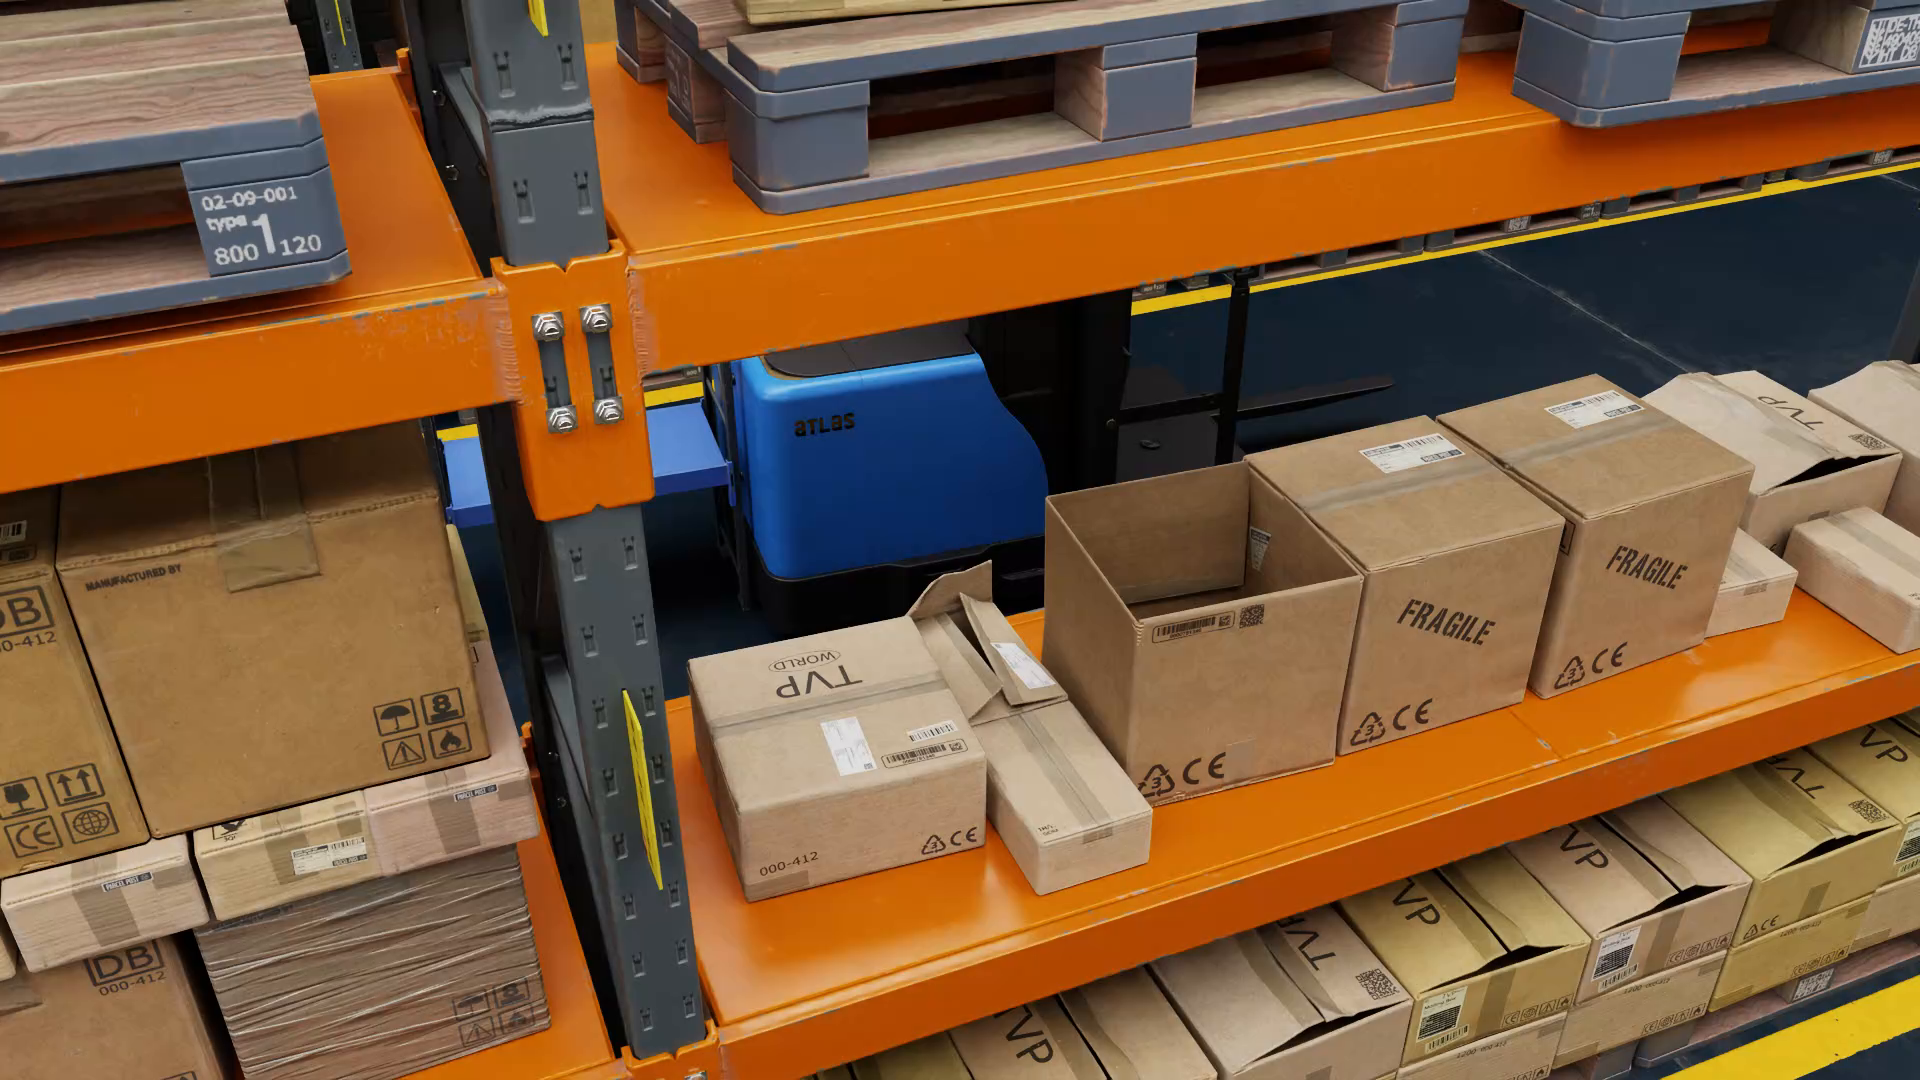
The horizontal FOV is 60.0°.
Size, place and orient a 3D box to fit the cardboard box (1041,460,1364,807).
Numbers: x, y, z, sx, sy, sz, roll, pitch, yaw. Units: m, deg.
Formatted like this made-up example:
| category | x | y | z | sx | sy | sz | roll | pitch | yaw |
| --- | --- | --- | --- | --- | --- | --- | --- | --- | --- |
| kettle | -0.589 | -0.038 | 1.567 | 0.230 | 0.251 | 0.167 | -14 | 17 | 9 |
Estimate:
| category | x | y | z | sx | sy | sz | roll | pitch | yaw |
| --- | --- | --- | --- | --- | --- | --- | --- | --- | --- |
| cardboard box | 0.500 | 0.195 | 3.607 | 0.500 | 0.500 | 0.500 | -10 | 34 | -16 |

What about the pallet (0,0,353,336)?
| category | x | y | z | sx | sy | sz | roll | pitch | yaw |
| --- | --- | --- | --- | --- | --- | --- | --- | --- | --- |
| pallet | -1.477 | -0.525 | 2.137 | 1.213 | 0.211 | 1.003 | -13 | 35 | -19 |

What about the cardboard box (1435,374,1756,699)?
| category | x | y | z | sx | sy | sz | roll | pitch | yaw |
| --- | --- | --- | --- | --- | --- | --- | --- | --- | --- |
| cardboard box | 1.447 | -0.021 | 3.941 | 0.500 | 0.500 | 0.500 | -15 | 36 | -21 |

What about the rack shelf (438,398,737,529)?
| category | x | y | z | sx | sy | sz | roll | pitch | yaw |
| --- | --- | --- | --- | --- | --- | --- | --- | --- | --- |
| rack shelf | -1.370 | -0.249 | 6.087 | 1.000 | 0.185 | 0.538 | -10 | 34 | -15 |

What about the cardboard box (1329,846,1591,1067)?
| category | x | y | z | sx | sy | sz | roll | pitch | yaw |
| --- | --- | --- | --- | --- | --- | --- | --- | --- | --- |
| cardboard box | 1.194 | 0.957 | 4.151 | 0.500 | 0.311 | 0.500 | -12 | 35 | -18 |

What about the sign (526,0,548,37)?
| category | x | y | z | sx | sy | sz | roll | pitch | yaw |
| --- | --- | --- | --- | --- | --- | --- | --- | --- | --- |
| sign | -0.484 | -0.726 | 1.818 | 0.005 | 0.325 | 0.100 | -13 | 35 | -19 |

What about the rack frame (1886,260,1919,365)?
| category | x | y | z | sx | sy | sz | roll | pitch | yaw |
| --- | --- | --- | --- | --- | --- | --- | --- | --- | --- |
| rack frame | 2.988 | -0.342 | 4.525 | 0.127 | 3.000 | 1.000 | -13 | 35 | -19 |

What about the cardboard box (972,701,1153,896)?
| category | x | y | z | sx | sy | sz | roll | pitch | yaw |
| --- | --- | --- | --- | --- | --- | --- | --- | --- | --- |
| cardboard box | 0.196 | 0.524 | 3.425 | 0.250 | 0.149 | 0.380 | -13 | 35 | -19 |

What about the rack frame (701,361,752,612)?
| category | x | y | z | sx | sy | sz | roll | pitch | yaw |
| --- | --- | --- | --- | --- | --- | --- | --- | --- | --- |
| rack frame | -0.887 | -0.487 | 6.123 | 0.032 | 1.500 | 0.500 | -10 | 34 | -15 |

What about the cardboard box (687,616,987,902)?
| category | x | y | z | sx | sy | sz | roll | pitch | yaw |
| --- | --- | --- | --- | --- | --- | --- | --- | --- | --- |
| cardboard box | -0.263 | 0.440 | 3.462 | 0.500 | 0.250 | 0.500 | -11 | 35 | -16 |

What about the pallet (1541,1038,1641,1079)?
| category | x | y | z | sx | sy | sz | roll | pitch | yaw |
| --- | --- | --- | --- | --- | --- | --- | --- | --- | --- |
| pallet | 1.090 | 1.237 | 4.656 | 1.213 | 0.211 | 1.003 | -13 | 35 | -19 |

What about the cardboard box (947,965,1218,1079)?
| category | x | y | z | sx | sy | sz | roll | pitch | yaw |
| --- | --- | --- | --- | --- | --- | --- | --- | --- | --- |
| cardboard box | 0.241 | 1.179 | 3.810 | 0.500 | 0.311 | 0.500 | -13 | 35 | -19 |

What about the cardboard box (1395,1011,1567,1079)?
| category | x | y | z | sx | sy | sz | roll | pitch | yaw |
| --- | --- | --- | --- | --- | --- | --- | --- | --- | --- |
| cardboard box | 1.185 | 1.194 | 4.301 | 0.500 | 0.250 | 0.500 | -12 | 35 | -18 |

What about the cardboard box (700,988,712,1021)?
| category | x | y | z | sx | sy | sz | roll | pitch | yaw |
| --- | --- | --- | --- | --- | --- | --- | --- | --- | --- |
| cardboard box | -0.438 | 1.014 | 4.063 | 0.500 | 0.311 | 0.500 | -13 | 35 | -19 |

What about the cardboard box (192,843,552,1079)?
| category | x | y | z | sx | sy | sz | roll | pitch | yaw |
| --- | --- | --- | --- | --- | --- | --- | --- | --- | --- |
| cardboard box | -1.107 | 0.558 | 3.051 | 0.500 | 0.500 | 0.700 | -14 | 36 | -20 |

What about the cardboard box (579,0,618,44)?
| category | x | y | z | sx | sy | sz | roll | pitch | yaw |
| --- | --- | --- | --- | --- | --- | --- | --- | --- | --- |
| cardboard box | -1.621 | -2.419 | 7.222 | 0.500 | 0.500 | 0.700 | -9 | 34 | -14 |

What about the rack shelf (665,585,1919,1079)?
| category | x | y | z | sx | sy | sz | roll | pitch | yaw |
| --- | --- | --- | --- | --- | --- | --- | --- | --- | --- |
| rack shelf | 1.144 | 0.382 | 4.072 | 4.000 | 0.370 | 1.077 | -13 | 35 | -19 |

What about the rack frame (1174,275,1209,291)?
| category | x | y | z | sx | sy | sz | roll | pitch | yaw |
| --- | --- | --- | --- | --- | --- | --- | --- | --- | --- |
| rack frame | 1.066 | -2.832 | 8.352 | 0.127 | 3.000 | 1.000 | -13 | 35 | -19 |

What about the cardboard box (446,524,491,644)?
| category | x | y | z | sx | sy | sz | roll | pitch | yaw |
| --- | --- | --- | --- | --- | --- | --- | --- | --- | --- |
| cardboard box | -1.023 | 0.148 | 3.086 | 0.250 | 0.149 | 0.380 | -13 | 35 | -19 |

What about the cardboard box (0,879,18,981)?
| category | x | y | z | sx | sy | sz | roll | pitch | yaw |
| --- | --- | --- | --- | --- | --- | --- | --- | --- | --- |
| cardboard box | -1.579 | 0.518 | 2.518 | 0.250 | 0.149 | 0.380 | -13 | 35 | -19 |

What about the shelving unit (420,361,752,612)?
| category | x | y | z | sx | sy | sz | roll | pitch | yaw |
| --- | --- | --- | --- | --- | --- | --- | --- | --- | --- |
| shelving unit | -1.370 | -0.399 | 5.988 | 1.048 | 1.500 | 0.538 | -10 | 34 | -15 |

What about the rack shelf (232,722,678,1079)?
| category | x | y | z | sx | sy | sz | roll | pitch | yaw |
| --- | --- | --- | --- | --- | --- | --- | --- | --- | --- |
| rack shelf | -2.545 | 1.226 | 2.774 | 4.000 | 0.370 | 1.077 | -13 | 35 | -19 |

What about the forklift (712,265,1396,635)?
| category | x | y | z | sx | sy | sz | roll | pitch | yaw |
| --- | --- | --- | --- | --- | --- | --- | --- | --- | --- |
| forklift | 0.597 | -1.337 | 6.117 | 3.031 | 2.935 | 1.130 | -10 | 34 | -15 |

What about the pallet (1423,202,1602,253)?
| category | x | y | z | sx | sy | sz | roll | pitch | yaw |
| --- | --- | --- | --- | --- | --- | --- | --- | --- | --- |
| pallet | 2.946 | -2.047 | 9.703 | 1.213 | 0.211 | 1.003 | -13 | 35 | -19 |

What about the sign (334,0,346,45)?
| category | x | y | z | sx | sy | sz | roll | pitch | yaw |
| --- | --- | --- | --- | --- | --- | --- | --- | --- | --- |
| sign | -2.405 | -2.079 | 6.401 | 0.005 | 0.325 | 0.100 | -13 | 35 | -19 |

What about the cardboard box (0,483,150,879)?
| category | x | y | z | sx | sy | sz | roll | pitch | yaw |
| --- | --- | --- | --- | --- | --- | --- | --- | --- | --- |
| cardboard box | -1.573 | 0.121 | 2.532 | 0.500 | 0.500 | 0.700 | -13 | 35 | -19 |

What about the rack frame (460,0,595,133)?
| category | x | y | z | sx | sy | sz | roll | pitch | yaw |
| --- | --- | --- | --- | --- | --- | --- | --- | --- | --- |
| rack frame | -0.701 | -2.012 | 1.591 | 0.127 | 3.000 | 1.000 | -13 | 35 | -19 |

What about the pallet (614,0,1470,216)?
| category | x | y | z | sx | sy | sz | roll | pitch | yaw |
| --- | --- | --- | --- | --- | --- | --- | --- | --- | --- |
| pallet | 0.108 | -0.867 | 2.758 | 1.217 | 0.209 | 0.805 | -14 | 36 | -21 |

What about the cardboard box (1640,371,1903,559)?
| category | x | y | z | sx | sy | sz | roll | pitch | yaw |
| --- | --- | --- | --- | --- | --- | --- | --- | --- | --- |
| cardboard box | 2.088 | -0.213 | 4.409 | 0.500 | 0.311 | 0.500 | -13 | 35 | -19 |

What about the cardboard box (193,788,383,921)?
| category | x | y | z | sx | sy | sz | roll | pitch | yaw |
| --- | --- | --- | --- | --- | --- | --- | --- | --- | --- |
| cardboard box | -1.097 | 0.405 | 2.691 | 0.250 | 0.149 | 0.380 | -14 | 35 | -20 |

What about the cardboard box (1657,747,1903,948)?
| category | x | y | z | sx | sy | sz | roll | pitch | yaw |
| --- | --- | --- | --- | --- | --- | --- | --- | --- | --- |
| cardboard box | 2.123 | 0.747 | 4.474 | 0.500 | 0.311 | 0.500 | -13 | 35 | -20 |

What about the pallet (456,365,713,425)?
| category | x | y | z | sx | sy | sz | roll | pitch | yaw |
| --- | --- | --- | --- | --- | --- | --- | --- | --- | --- |
| pallet | -1.904 | -0.984 | 8.069 | 1.213 | 0.211 | 1.003 | -13 | 35 | -19 |

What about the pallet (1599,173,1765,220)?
| category | x | y | z | sx | sy | sz | roll | pitch | yaw |
| --- | --- | --- | --- | --- | --- | --- | --- | --- | --- |
| pallet | 4.072 | -2.307 | 10.102 | 1.213 | 0.211 | 1.003 | -13 | 35 | -19 |

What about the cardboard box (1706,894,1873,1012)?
| category | x | y | z | sx | sy | sz | roll | pitch | yaw |
| --- | --- | --- | --- | --- | --- | --- | --- | --- | --- |
| cardboard box | 2.123 | 0.979 | 4.631 | 0.500 | 0.250 | 0.500 | -13 | 35 | -19 |
